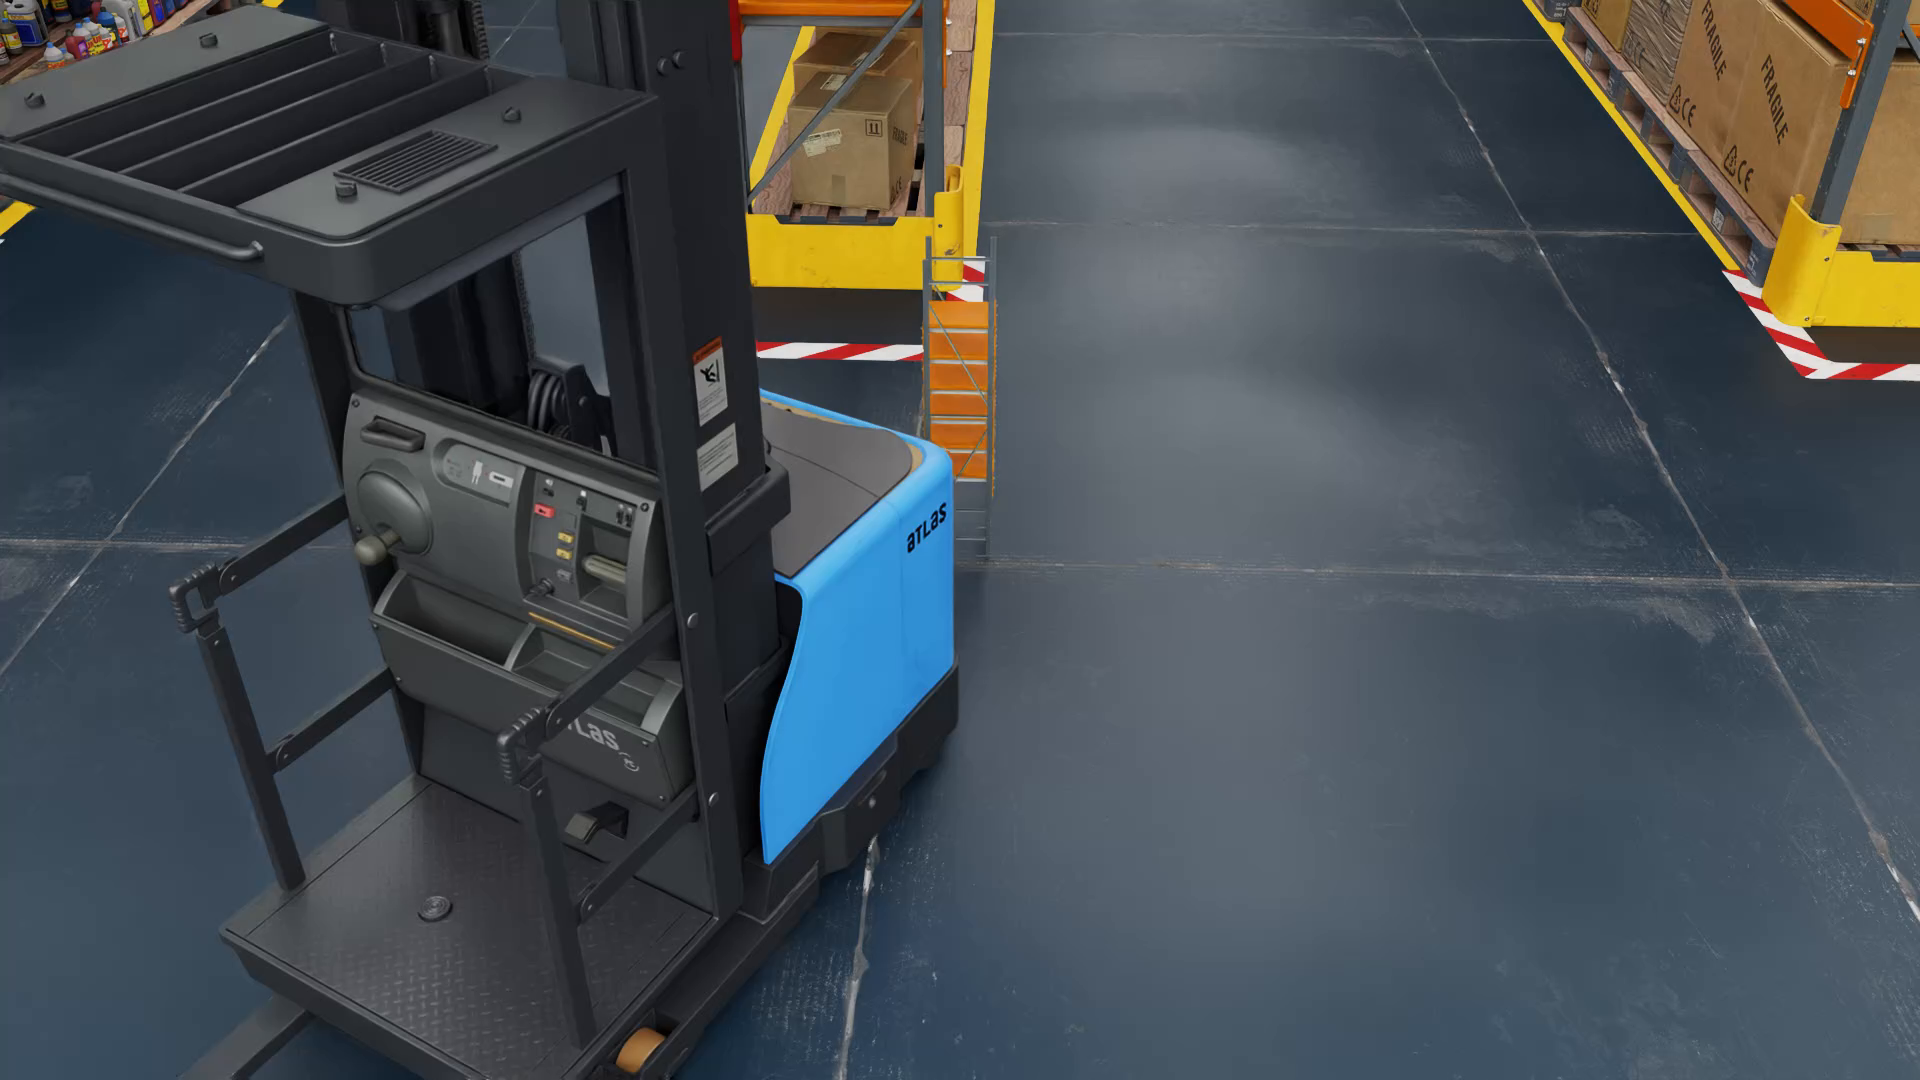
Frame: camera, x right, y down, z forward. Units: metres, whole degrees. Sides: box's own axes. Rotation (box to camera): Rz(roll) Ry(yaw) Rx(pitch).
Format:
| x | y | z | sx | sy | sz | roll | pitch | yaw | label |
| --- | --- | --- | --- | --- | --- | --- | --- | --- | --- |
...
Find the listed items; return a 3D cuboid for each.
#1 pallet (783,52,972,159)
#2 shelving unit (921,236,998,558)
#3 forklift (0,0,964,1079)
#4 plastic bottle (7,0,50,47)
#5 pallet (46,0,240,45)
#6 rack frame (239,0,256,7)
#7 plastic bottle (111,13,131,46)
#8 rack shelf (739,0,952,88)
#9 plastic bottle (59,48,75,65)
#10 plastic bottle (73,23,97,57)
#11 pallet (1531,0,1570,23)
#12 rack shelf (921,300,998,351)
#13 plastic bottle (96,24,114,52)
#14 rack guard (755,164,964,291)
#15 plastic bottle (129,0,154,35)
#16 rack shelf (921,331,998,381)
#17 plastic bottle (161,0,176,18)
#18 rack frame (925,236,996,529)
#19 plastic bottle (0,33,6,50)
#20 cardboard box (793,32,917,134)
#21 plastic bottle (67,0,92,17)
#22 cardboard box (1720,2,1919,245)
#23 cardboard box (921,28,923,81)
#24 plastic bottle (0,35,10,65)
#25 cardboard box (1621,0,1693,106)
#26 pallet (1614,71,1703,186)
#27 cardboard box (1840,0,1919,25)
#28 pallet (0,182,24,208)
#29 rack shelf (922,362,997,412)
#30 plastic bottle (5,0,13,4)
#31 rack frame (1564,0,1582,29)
| x | y | z | sx | sy | sz | roll | pitch | yaw | label |
| --- | --- | --- | --- | --- | --- | --- | --- | --- | --- |
| -0.452 | -2.550 | 9.694 | 1.003 | 0.211 | 1.213 | 1 | 35 | 2 | pallet |
| -0.001 | -0.483 | 5.893 | 0.258 | 1.200 | 0.189 | 1 | 35 | 2 | shelving unit |
| -1.167 | -0.012 | 3.717 | 1.130 | 2.935 | 3.031 | 19 | 39 | 24 | forklift |
| -5.686 | -3.164 | 10.130 | 0.152 | 0.276 | 0.135 | 1 | 35 | 2 | plastic bottle |
| -5.432 | -3.369 | 10.860 | 1.003 | 0.211 | 1.213 | 1 | 35 | 2 | pallet |
| -5.364 | -4.894 | 10.605 | 1.000 | 3.000 | 0.127 | 1 | 35 | 2 | rack frame |
| -5.110 | -3.095 | 10.096 | 0.097 | 0.201 | 0.097 | 0 | 35 | 0 | plastic bottle |
| -0.495 | -3.337 | 9.014 | 1.077 | 0.370 | 4.000 | 1 | 35 | 2 | rack shelf |
| -5.136 | -2.725 | 9.570 | 0.097 | 0.201 | 0.097 | 0 | 35 | 0 | plastic bottle |
| -5.126 | -2.891 | 9.746 | 0.097 | 0.271 | 0.097 | 0 | 35 | 0 | plastic bottle |
| 4.493 | -3.912 | 11.632 | 1.003 | 0.211 | 1.213 | 1 | 35 | 2 | pallet |
| -0.001 | -0.741 | 5.712 | 0.258 | 0.103 | 0.180 | 1 | 35 | 2 | rack shelf |
| -5.118 | -2.977 | 9.928 | 0.097 | 0.201 | 0.097 | 0 | 35 | 0 | plastic bottle |
| -0.572 | -1.503 | 7.954 | 1.175 | 0.500 | 0.348 | 1 | 35 | 2 | rack guard |
| -5.122 | -3.318 | 10.284 | 0.144 | 0.351 | 0.185 | 1 | 35 | 2 | plastic bottle |
| -0.001 | -0.643 | 5.781 | 0.258 | 0.103 | 0.180 | 1 | 35 | 2 | rack shelf |
| -5.109 | -3.504 | 10.548 | 0.144 | 0.351 | 0.185 | 0 | 35 | 0 | plastic bottle |
| 0.003 | -0.535 | 5.968 | 0.240 | 1.200 | 0.006 | 1 | 35 | 2 | rack frame |
| -5.843 | -3.077 | 9.940 | 0.144 | 0.351 | 0.185 | 3 | 35 | 4 | plastic bottle |
| -0.544 | -2.334 | 8.770 | 0.500 | 0.500 | 0.500 | 10 | 36 | 14 | cardboard box |
| -5.667 | -3.533 | 10.590 | 0.144 | 0.351 | 0.185 | 1 | 35 | 2 | plastic bottle |
| 4.338 | -2.003 | 7.974 | 0.875 | 0.875 | 0.875 | 2 | 35 | 2 | cardboard box |
| -0.432 | -3.012 | 9.736 | 0.500 | 0.500 | 0.500 | -2 | 35 | -2 | cardboard box |
| -5.720 | -2.928 | 9.859 | 0.097 | 0.201 | 0.097 | 0 | 35 | 0 | plastic bottle |
| 4.410 | -3.032 | 9.438 | 0.875 | 0.875 | 0.875 | 2 | 35 | 2 | cardboard box |
| 4.382 | -2.329 | 9.380 | 1.003 | 0.211 | 1.213 | 1 | 35 | 2 | pallet |
| 4.346 | -2.585 | 7.189 | 0.875 | 0.550 | 0.550 | 1 | 35 | 2 | cardboard box |
| -5.530 | -1.967 | 8.865 | 1.003 | 0.211 | 1.213 | 1 | 35 | 2 | pallet |
| -0.001 | -0.544 | 5.850 | 0.258 | 0.103 | 0.180 | 1 | 35 | 2 | rack shelf |
| -5.866 | -3.306 | 10.326 | 0.061 | 0.283 | 0.133 | 3 | 35 | 4 | plastic bottle |
| 4.537 | -4.607 | 10.197 | 1.000 | 3.000 | 0.127 | 1 | 35 | 2 | rack frame |
